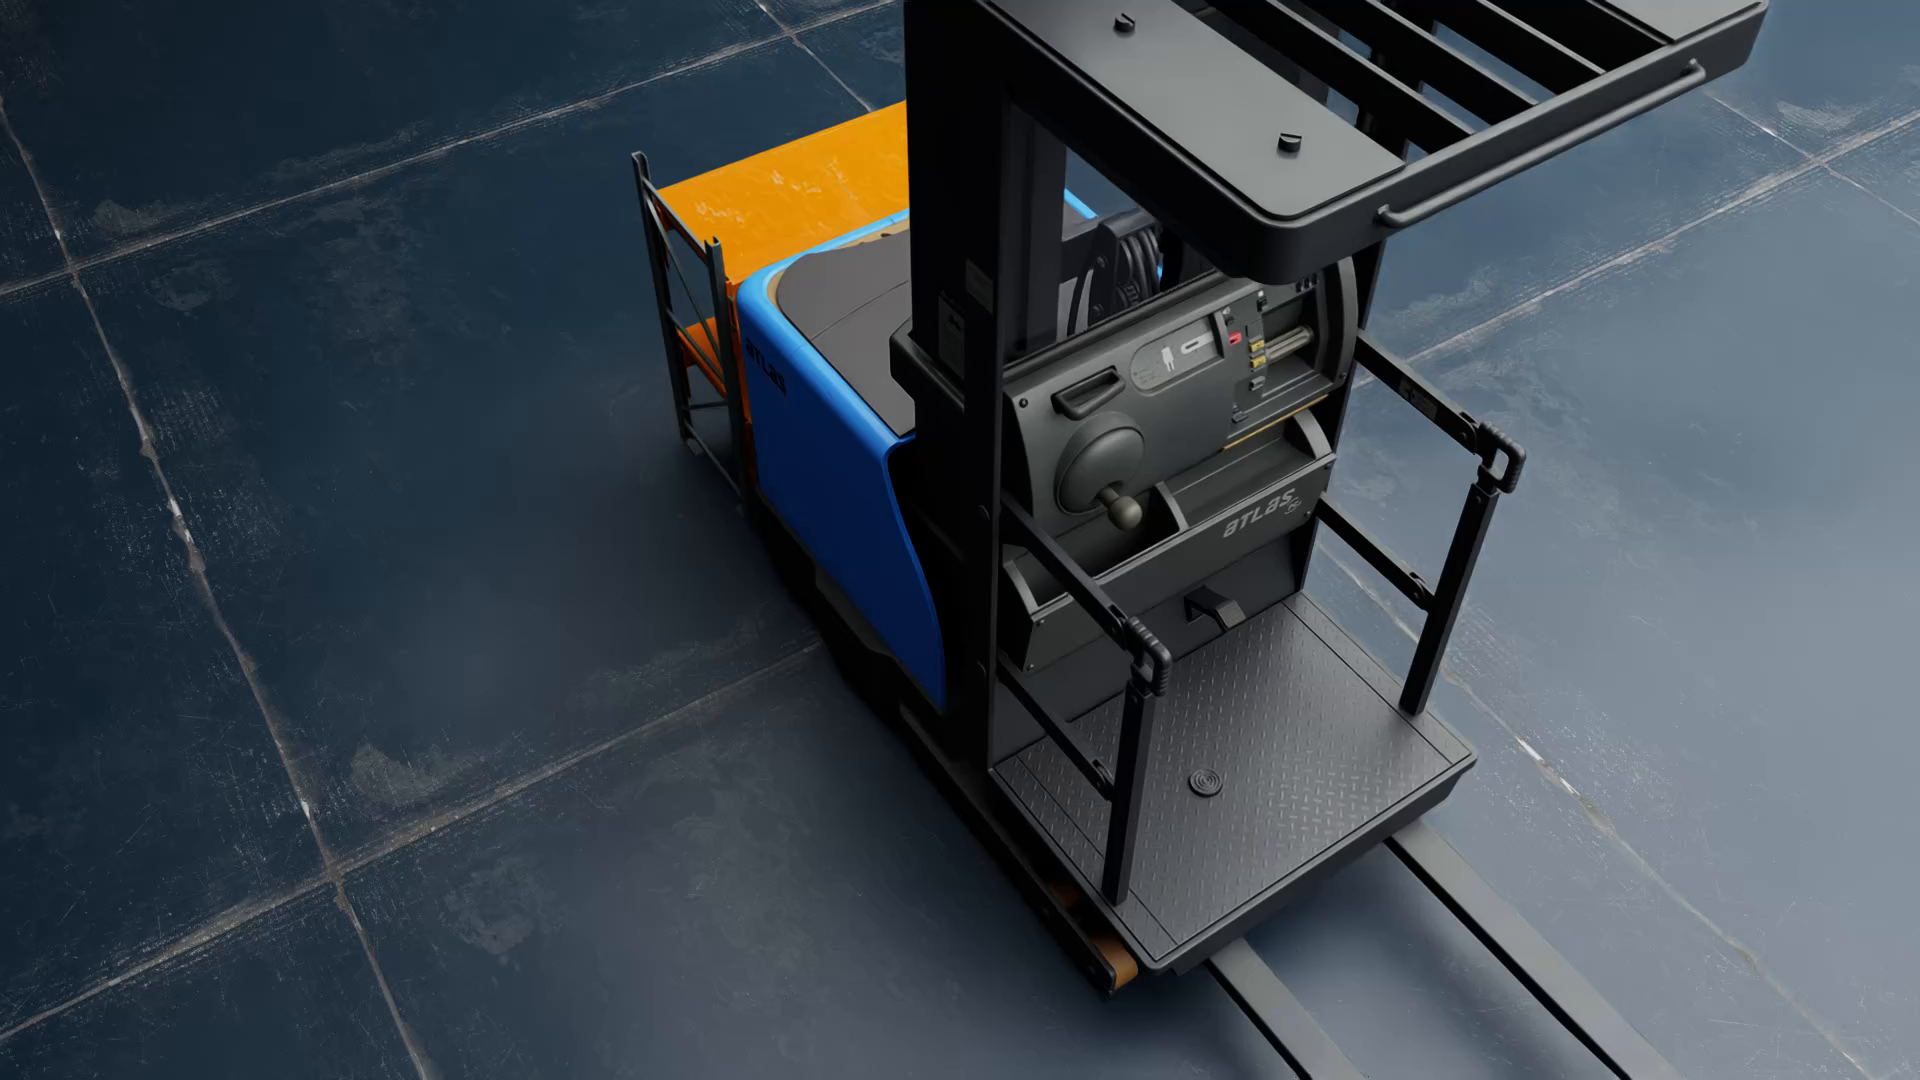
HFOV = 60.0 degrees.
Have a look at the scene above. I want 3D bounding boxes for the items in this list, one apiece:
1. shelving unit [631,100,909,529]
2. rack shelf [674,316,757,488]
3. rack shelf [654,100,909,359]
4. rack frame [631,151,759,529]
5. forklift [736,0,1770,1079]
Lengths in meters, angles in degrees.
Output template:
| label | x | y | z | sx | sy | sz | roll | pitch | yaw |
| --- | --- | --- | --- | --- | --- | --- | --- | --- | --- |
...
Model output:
| label | x | y | z | sx | sy | sz | roll | pitch | yaw |
| --- | --- | --- | --- | --- | --- | --- | --- | --- | --- |
| shelving unit | -0.359 | -0.777 | 5.188 | 1.048 | 1.125 | 0.538 | -26 | 53 | -21 |
| rack shelf | -0.359 | -0.614 | 5.371 | 1.000 | 0.278 | 0.538 | -26 | 53 | -21 |
| rack shelf | -0.359 | -0.971 | 4.970 | 1.000 | 0.278 | 0.538 | -26 | 53 | -21 |
| rack frame | -0.787 | -0.571 | 5.005 | 0.032 | 1.125 | 0.500 | -26 | 53 | -21 |
| forklift | 0.629 | -0.251 | 3.510 | 1.130 | 2.935 | 3.031 | -27 | 54 | -22 |
